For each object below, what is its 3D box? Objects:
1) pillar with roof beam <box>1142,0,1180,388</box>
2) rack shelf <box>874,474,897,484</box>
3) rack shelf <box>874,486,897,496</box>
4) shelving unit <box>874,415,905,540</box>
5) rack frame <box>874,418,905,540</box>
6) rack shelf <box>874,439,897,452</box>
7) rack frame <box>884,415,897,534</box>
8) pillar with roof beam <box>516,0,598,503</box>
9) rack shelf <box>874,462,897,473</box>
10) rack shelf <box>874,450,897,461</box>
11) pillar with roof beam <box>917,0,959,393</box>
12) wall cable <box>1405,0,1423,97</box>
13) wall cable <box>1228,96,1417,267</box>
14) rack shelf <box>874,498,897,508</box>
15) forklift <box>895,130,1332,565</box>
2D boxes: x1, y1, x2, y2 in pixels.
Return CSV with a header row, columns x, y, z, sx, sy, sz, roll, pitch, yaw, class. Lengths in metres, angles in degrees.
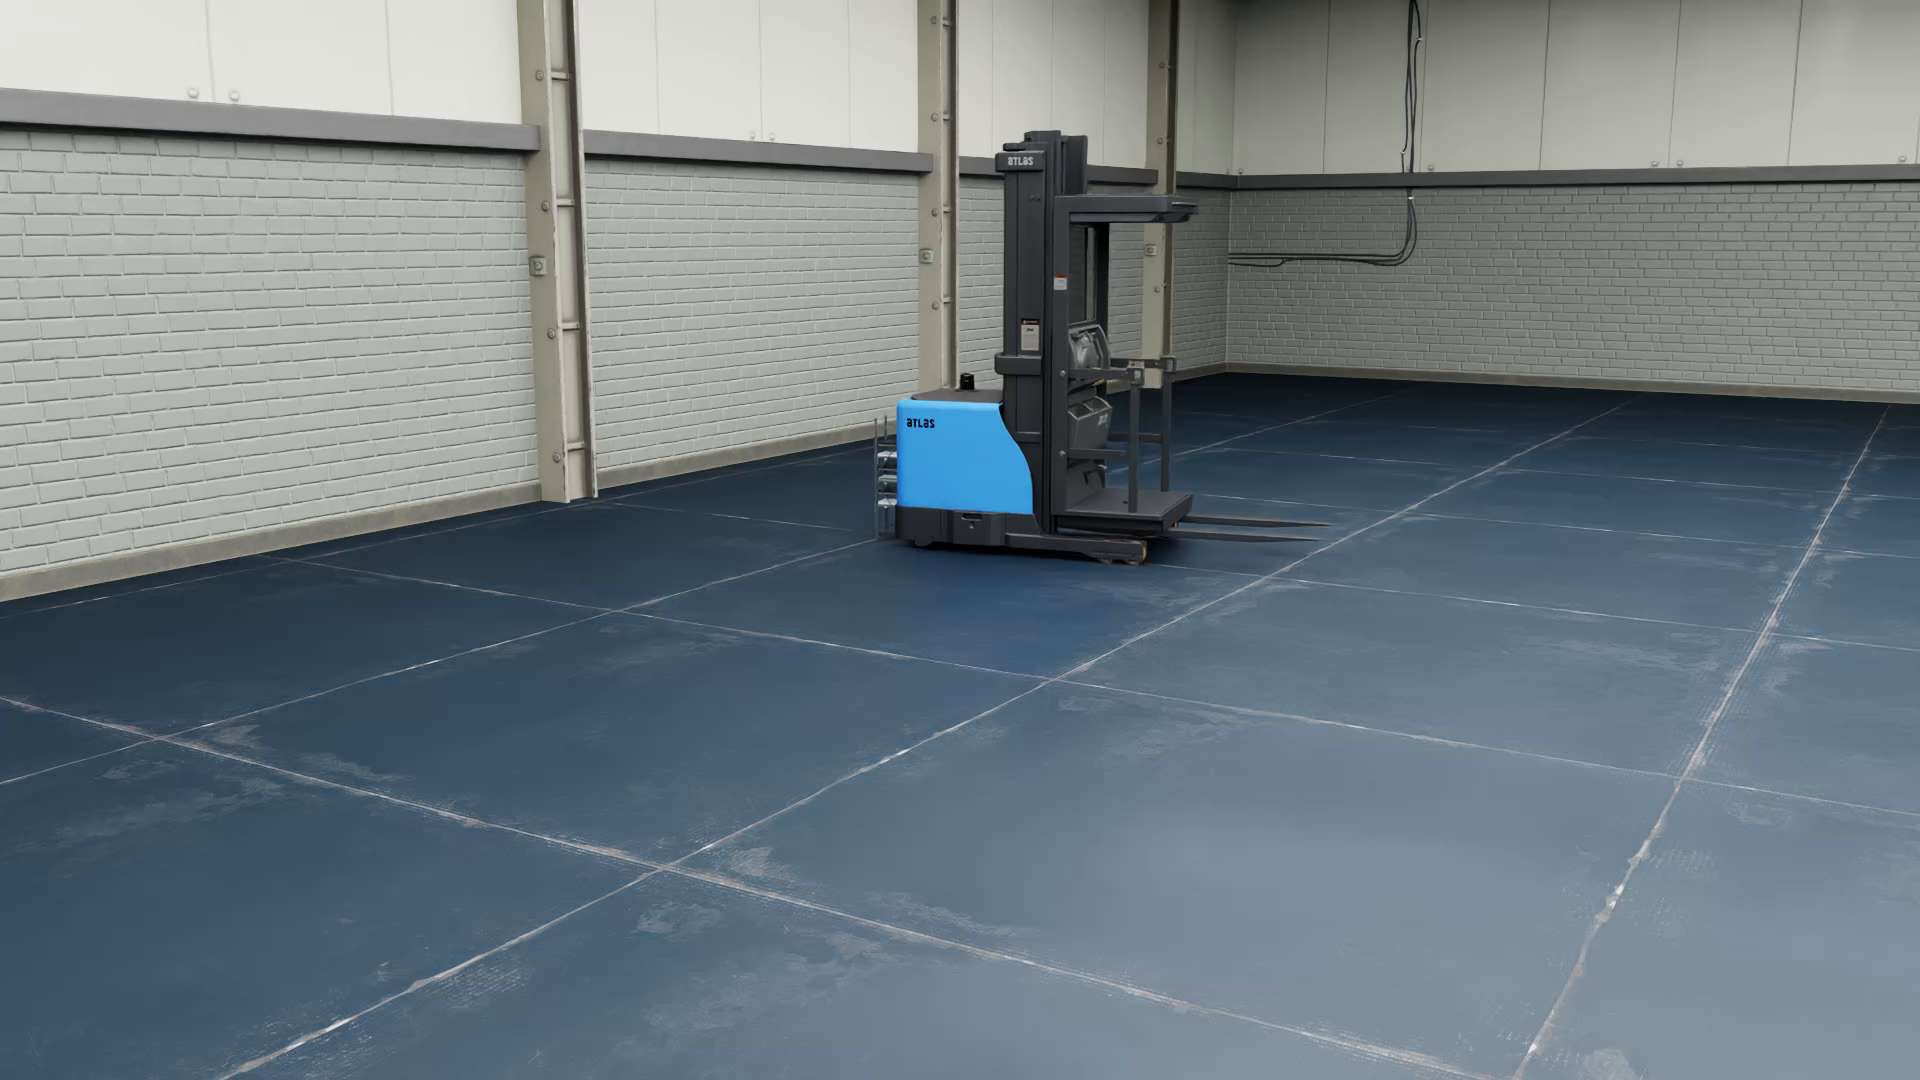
x,y,z,sx,sy,sz,roll,pitch,yaw,class
6.552,-6.257,21.338,9.100,9.000,0.400,6,12,31,pillar with roof beam
-0.486,-0.435,12.427,0.258,0.077,0.200,4,11,18,rack shelf
-0.486,-0.346,12.444,0.258,0.077,0.200,4,11,18,rack shelf
-0.486,-0.468,12.421,0.258,0.900,0.210,4,11,18,shelving unit
-0.518,-0.450,12.327,0.240,0.900,0.006,4,11,18,rack frame
-0.486,-0.700,12.378,0.258,0.077,0.200,4,11,18,rack shelf
-0.453,-0.485,12.516,0.240,0.900,0.006,4,11,18,rack frame
0.321,-4.370,11.257,9.100,9.000,0.400,6,12,31,pillar with roof beam
-0.486,-0.523,12.411,0.258,0.077,0.200,4,11,18,rack shelf
-0.486,-0.612,12.394,0.258,0.077,0.200,4,11,18,rack shelf
3.436,-5.314,16.297,9.100,9.000,0.400,6,12,31,pillar with roof beam
7.844,-7.703,23.775,3.097,2.526,0.112,6,12,31,wall cable
5.532,-5.479,25.620,3.097,2.526,0.112,6,12,31,wall cable
-0.486,-0.258,12.461,0.258,0.077,0.200,4,11,18,rack shelf
1.102,-1.377,11.757,3.031,2.935,1.130,4,11,19,forklift
